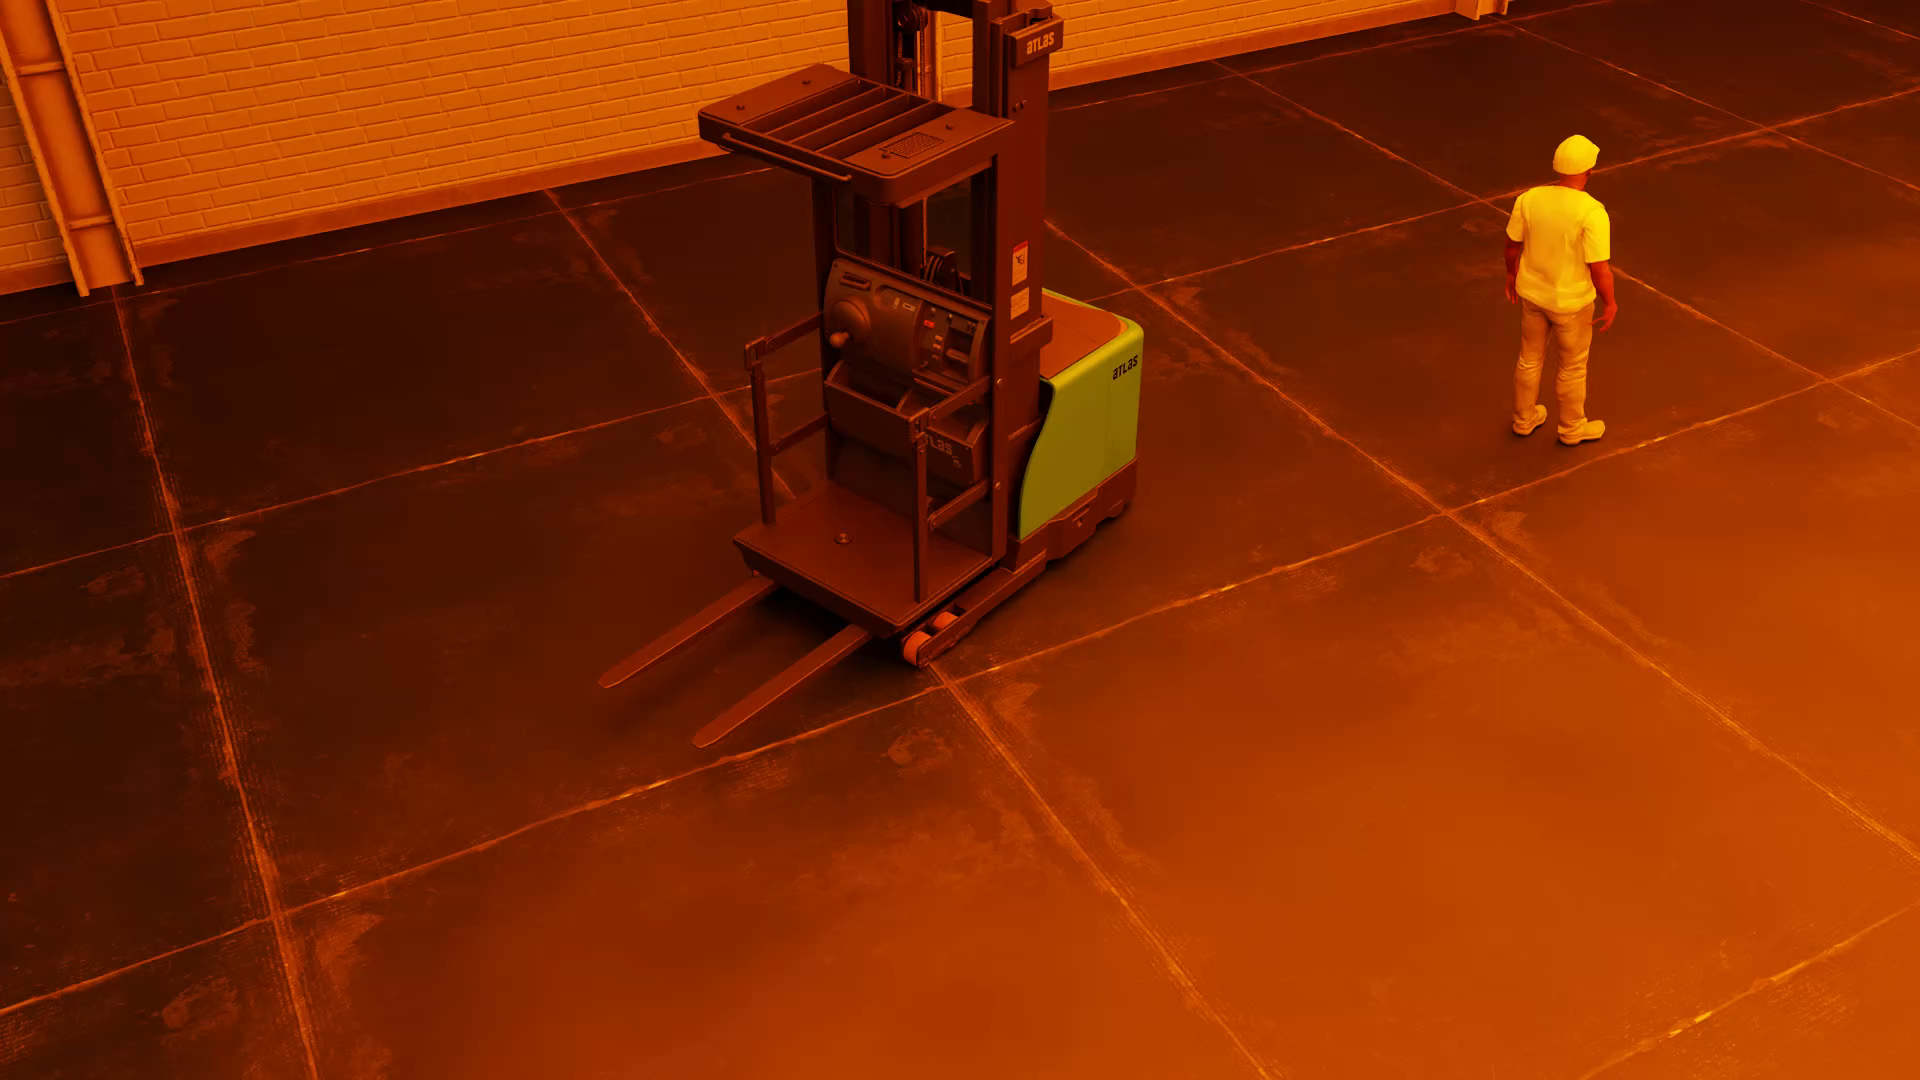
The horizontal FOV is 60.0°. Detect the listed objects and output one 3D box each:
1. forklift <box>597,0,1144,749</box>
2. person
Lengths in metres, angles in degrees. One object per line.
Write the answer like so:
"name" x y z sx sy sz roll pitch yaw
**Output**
"forklift" -0.390 -0.927 7.434 1.130 2.935 3.031 26 43 31
"person" 3.290 -1.366 9.052 0.577 1.766 0.665 -26 43 -31
